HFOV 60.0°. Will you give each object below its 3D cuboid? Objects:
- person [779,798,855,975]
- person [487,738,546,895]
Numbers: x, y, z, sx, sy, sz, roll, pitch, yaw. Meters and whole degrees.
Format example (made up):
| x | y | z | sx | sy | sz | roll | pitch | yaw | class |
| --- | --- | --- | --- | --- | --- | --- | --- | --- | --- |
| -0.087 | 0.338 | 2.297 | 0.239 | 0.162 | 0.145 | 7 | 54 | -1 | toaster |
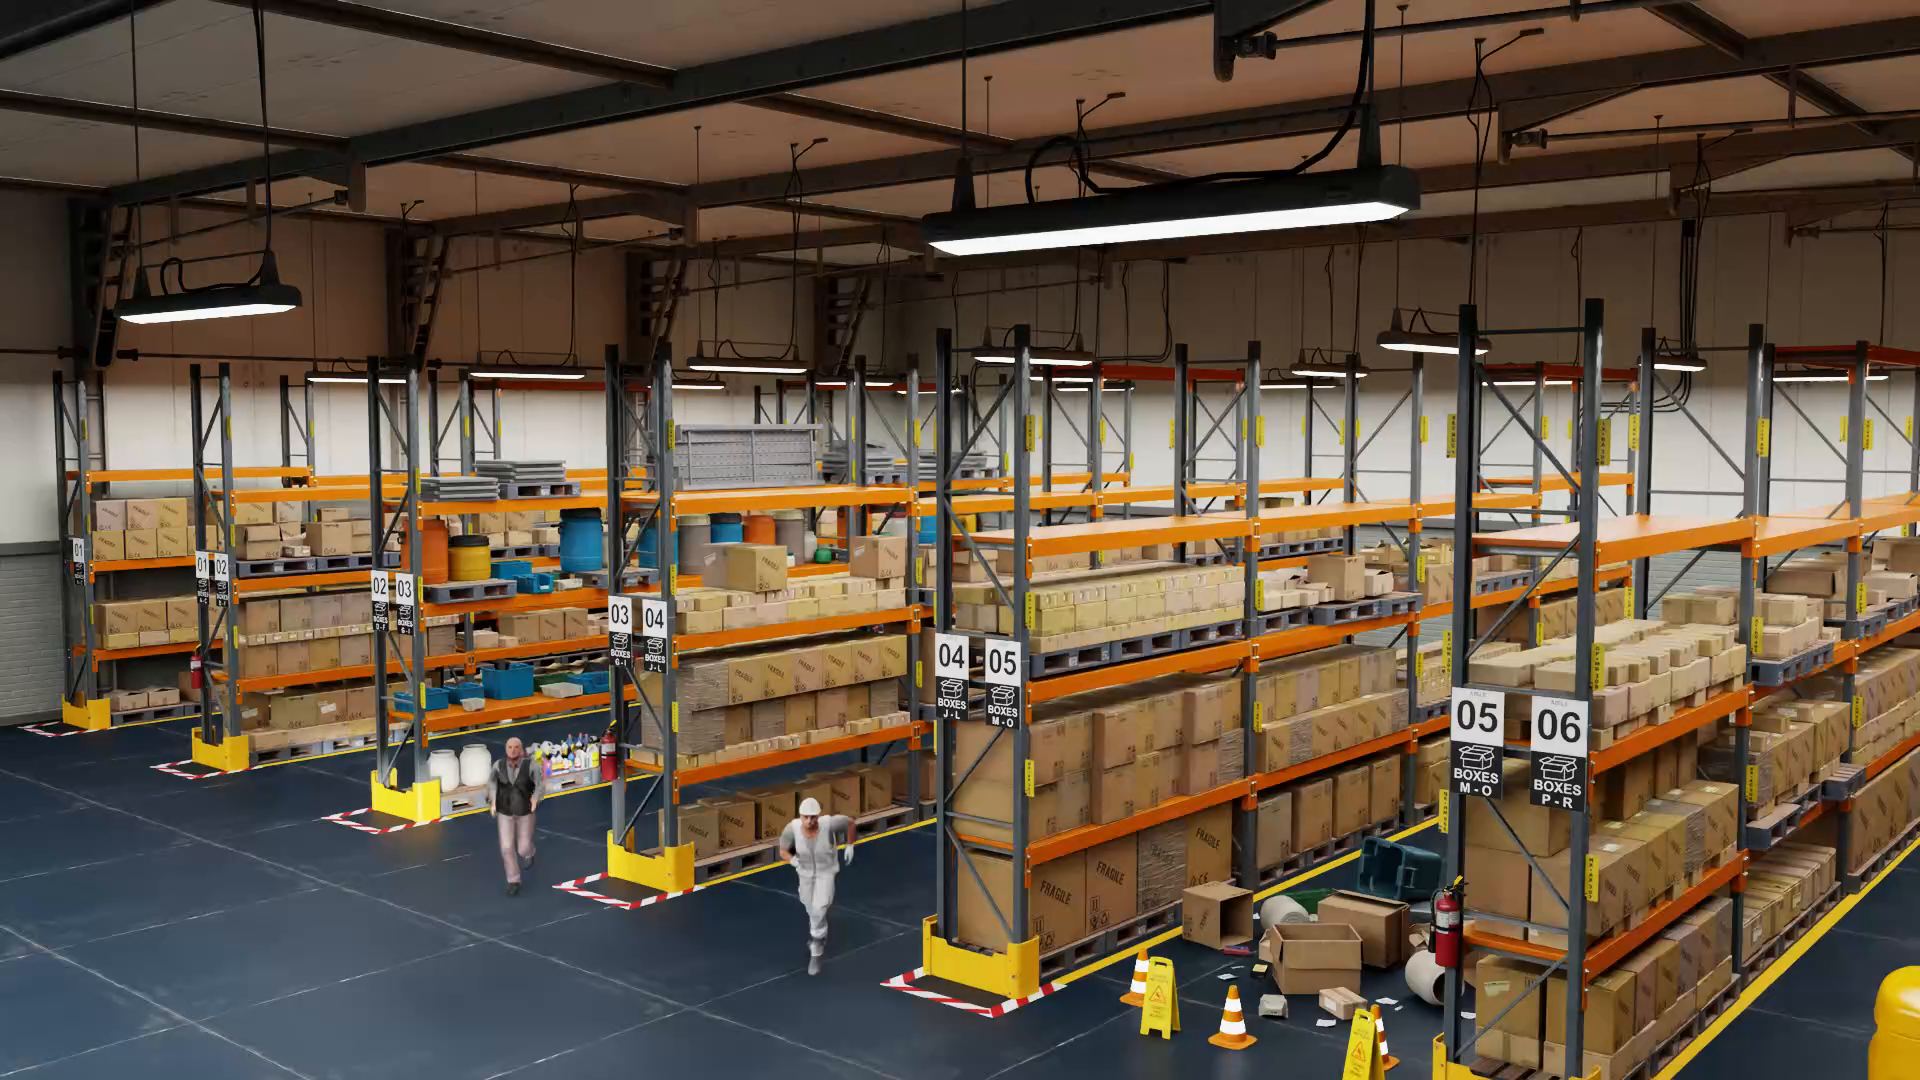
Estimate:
| x | y | z | sx | sy | sz | roll | pitch | yaw | class |
| --- | --- | --- | --- | --- | --- | --- | --- | --- | --- |
| -1.340 | 3.216 | 15.754 | 0.705 | 1.715 | 1.012 | 0 | 4 | 4 | person |
| -4.900 | 3.000 | 18.383 | 0.645 | 1.684 | 0.841 | -1 | 4 | -8 | person |
